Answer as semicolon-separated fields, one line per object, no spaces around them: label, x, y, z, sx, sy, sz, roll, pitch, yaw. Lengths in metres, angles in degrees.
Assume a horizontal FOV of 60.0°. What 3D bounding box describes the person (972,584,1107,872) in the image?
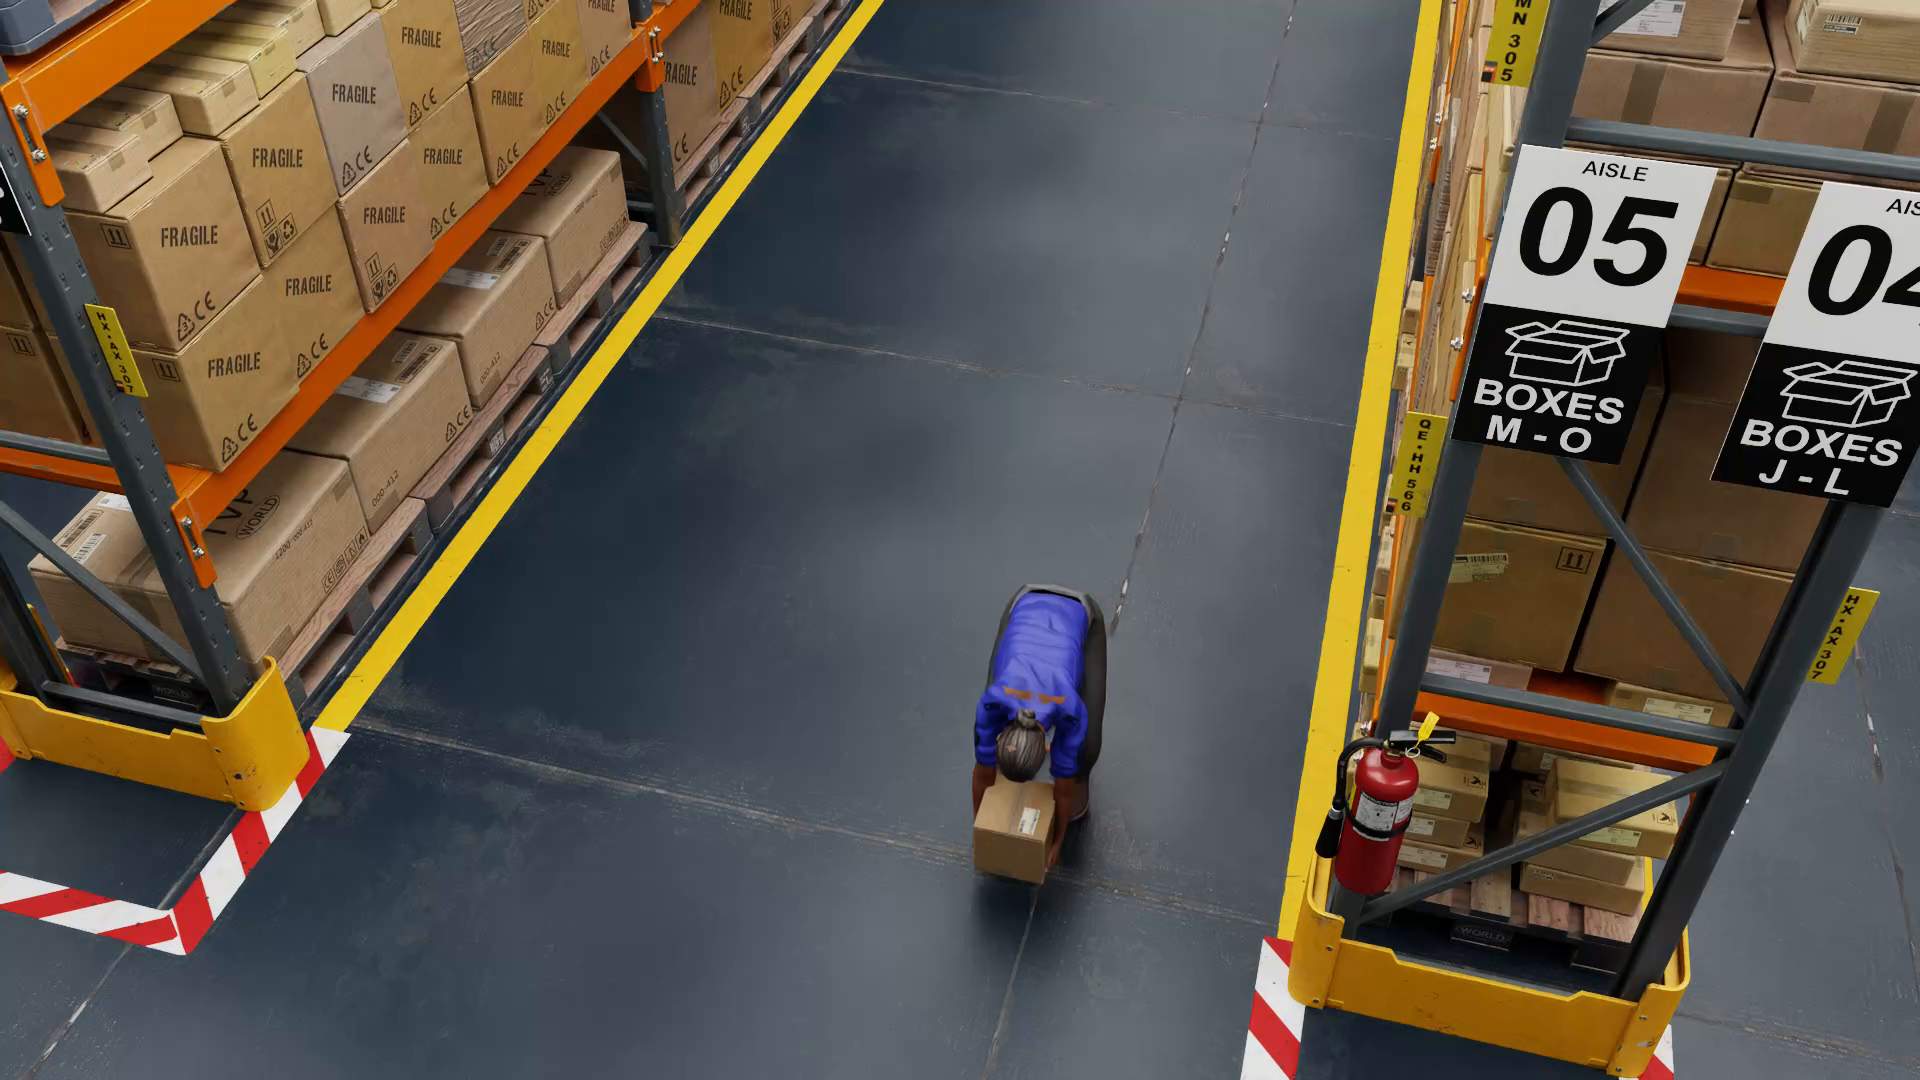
person;0.272;0.713;5.886;0.444;0.954;0.876;8;42;9
